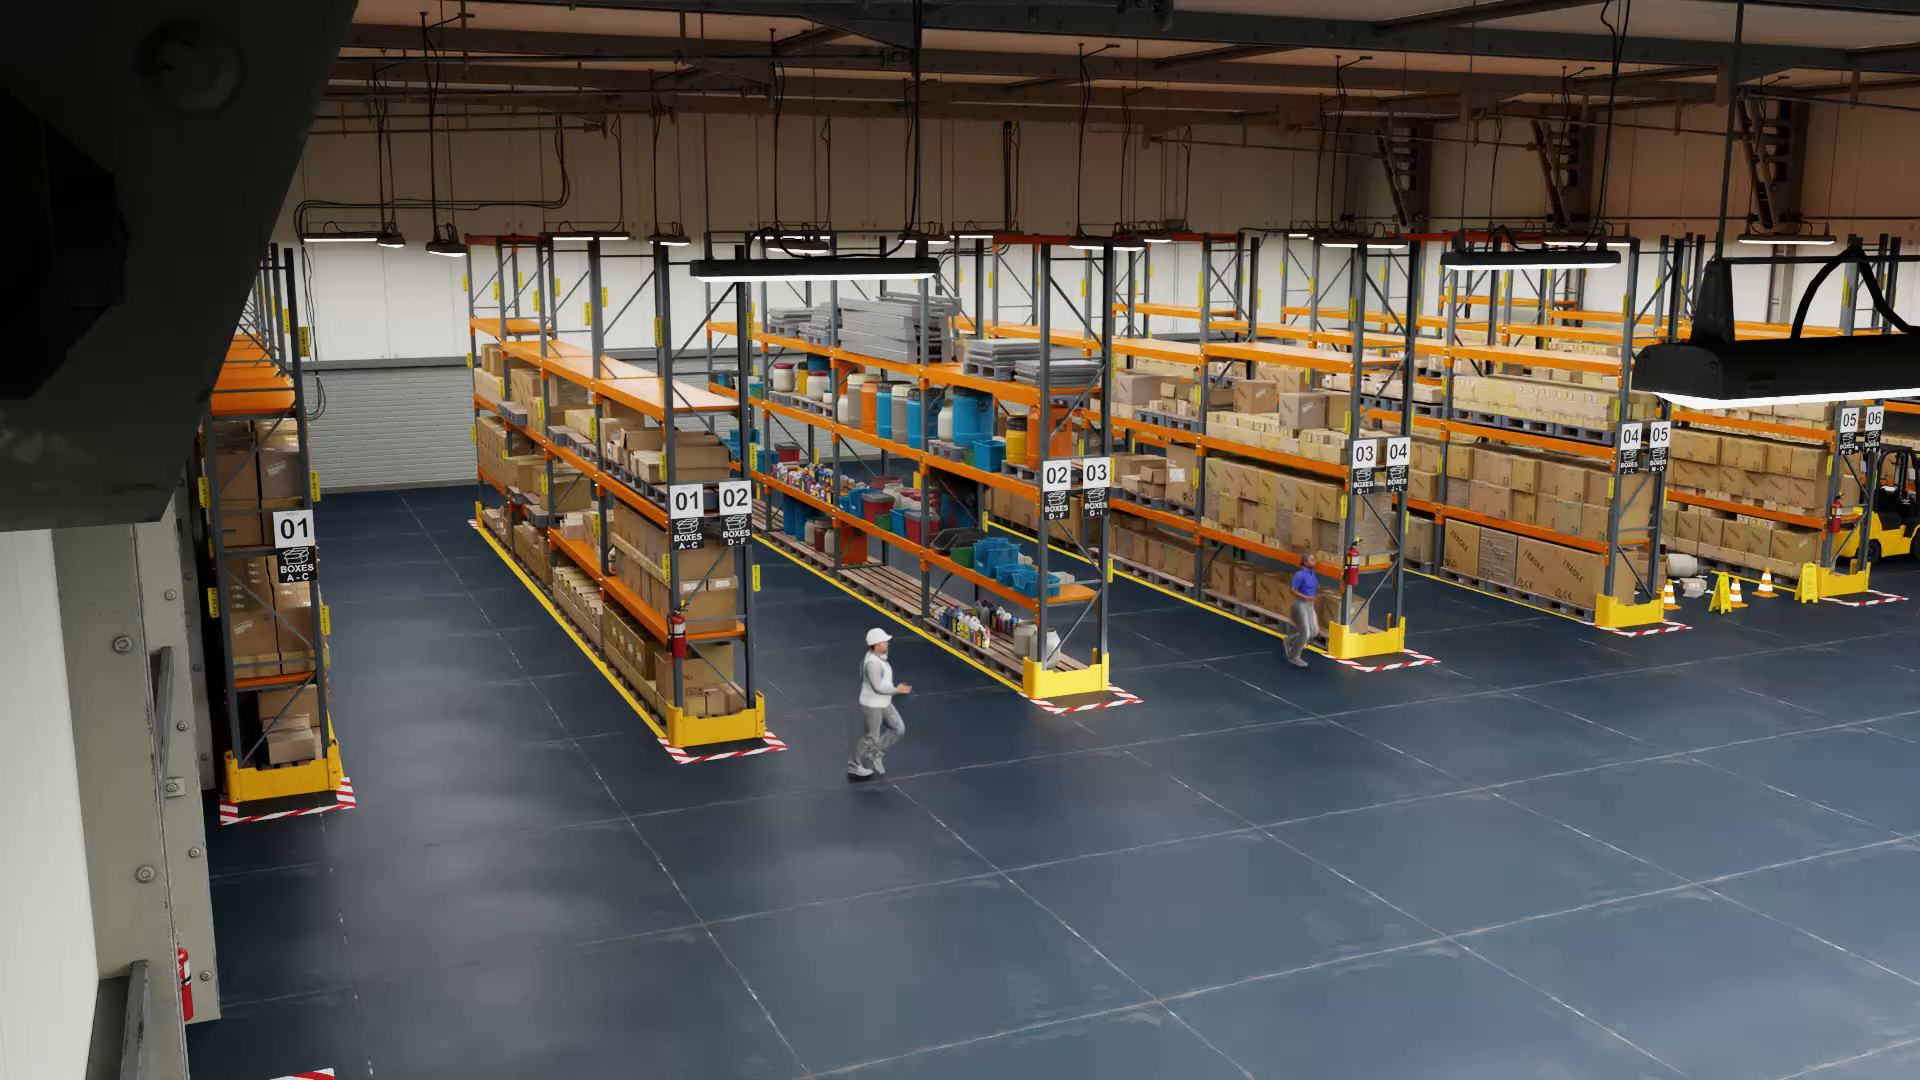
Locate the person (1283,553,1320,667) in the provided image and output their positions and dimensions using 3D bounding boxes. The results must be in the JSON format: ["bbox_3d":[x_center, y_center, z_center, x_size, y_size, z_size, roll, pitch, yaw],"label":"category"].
[{"bbox_3d":[4.940,0.980,23.749,0.564,1.603,0.601,11,15,44],"label":"person"}]

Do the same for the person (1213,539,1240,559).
[{"bbox_3d":[5.006,-0.497,30.965,0.684,1.829,0.854,-6,12,-28],"label":"person"}]

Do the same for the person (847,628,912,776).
[{"bbox_3d":[-0.919,1.855,18.939,0.768,1.758,0.625,2,11,8],"label":"person"}]
